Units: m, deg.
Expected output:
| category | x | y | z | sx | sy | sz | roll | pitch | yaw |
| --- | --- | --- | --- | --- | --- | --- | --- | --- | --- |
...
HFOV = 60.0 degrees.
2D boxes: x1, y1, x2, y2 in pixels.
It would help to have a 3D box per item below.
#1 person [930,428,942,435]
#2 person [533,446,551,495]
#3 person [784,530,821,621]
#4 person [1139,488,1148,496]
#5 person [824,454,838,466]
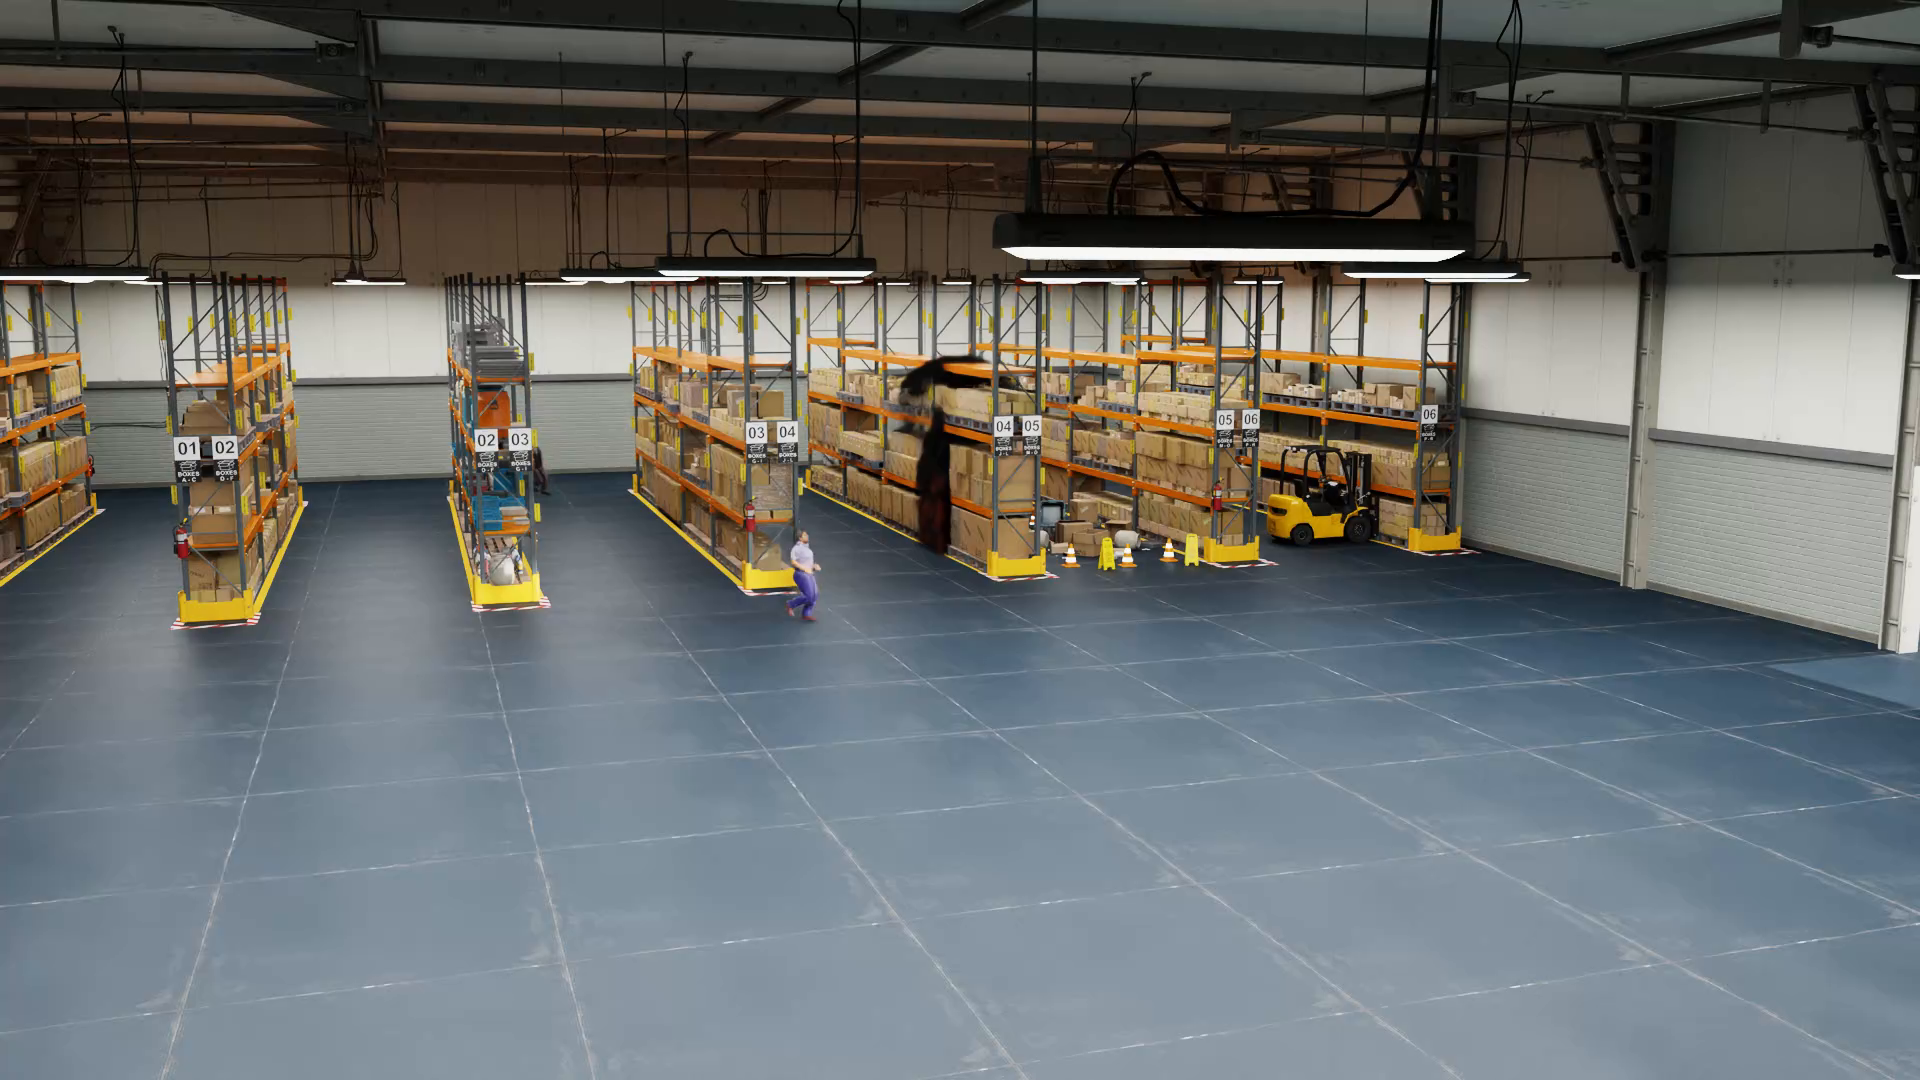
| category | x | y | z | sx | sy | sz | roll | pitch | yaw |
| --- | --- | --- | --- | --- | --- | --- | --- | --- | --- |
| person | -0.817 | -2.790 | 50.955 | 0.940 | 1.655 | 0.579 | -4 | 10 | -25 |
| person | -11.849 | -2.038 | 46.222 | 0.557 | 1.631 | 0.762 | 6 | 11 | 35 |
| person | -2.732 | 0.616 | 28.767 | 0.578 | 1.583 | 0.599 | 2 | 9 | 12 |
| person | 4.862 | -1.938 | 43.714 | 0.567 | 1.632 | 0.806 | -3 | 9 | -21 |
| person | -3.850 | -2.664 | 49.750 | 0.765 | 1.831 | 0.659 | -3 | 9 | -19 |
